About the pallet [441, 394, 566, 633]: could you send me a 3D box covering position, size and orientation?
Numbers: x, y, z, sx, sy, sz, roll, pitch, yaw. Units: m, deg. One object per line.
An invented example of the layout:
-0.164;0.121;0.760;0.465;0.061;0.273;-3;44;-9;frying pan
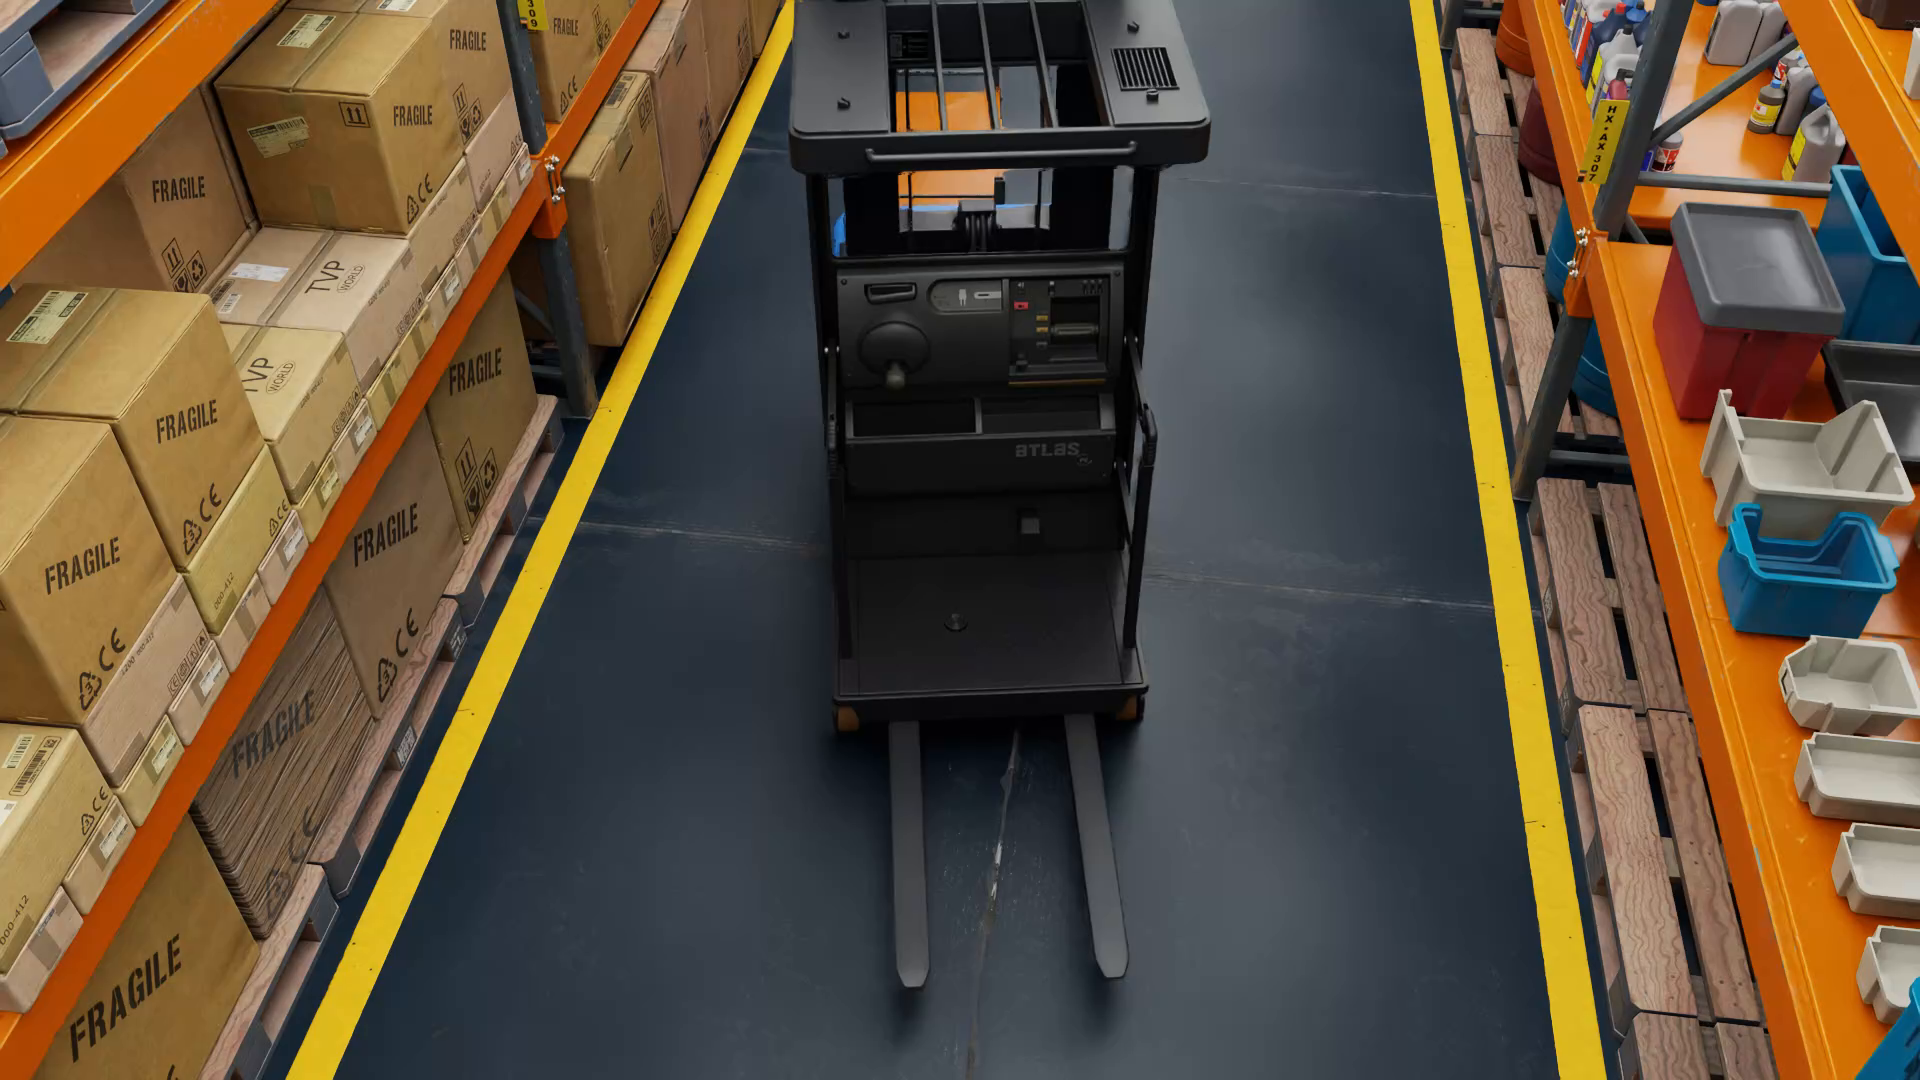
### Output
-2.284;-0.172;6.778;1.003;0.211;1.213;5;44;6;pallet

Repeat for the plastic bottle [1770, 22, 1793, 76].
3.393;-2.019;6.786;0.061;0.283;0.133;5;44;6;plastic bottle

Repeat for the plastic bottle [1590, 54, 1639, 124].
2.584;-1.747;6.504;0.152;0.276;0.135;5;44;6;plastic bottle

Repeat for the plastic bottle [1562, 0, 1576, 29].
2.699;-2.341;7.131;0.152;0.276;0.135;5;44;6;plastic bottle

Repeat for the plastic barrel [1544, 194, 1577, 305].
2.986;-1.488;7.360;0.600;0.901;0.708;5;44;6;plastic barrel

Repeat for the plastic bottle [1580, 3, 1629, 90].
2.625;-2.010;6.727;0.144;0.351;0.185;5;44;6;plastic bottle

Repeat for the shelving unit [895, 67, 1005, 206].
-0.072;-1.385;7.395;0.538;1.125;1.048;0;43;0;shelving unit

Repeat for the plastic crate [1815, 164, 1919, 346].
3.080;-0.912;5.500;0.392;0.384;0.575;5;44;6;plastic crate

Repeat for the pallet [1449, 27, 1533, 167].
3.270;-2.418;9.150;1.003;0.211;1.213;5;44;6;pallet

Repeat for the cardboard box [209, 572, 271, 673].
-2.127;0.209;4.530;0.380;0.149;0.250;4;44;5;cardboard box

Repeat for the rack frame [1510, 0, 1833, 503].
2.804;-1.245;5.884;1.000;3.000;0.127;5;44;6;rack frame

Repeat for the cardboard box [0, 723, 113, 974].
-2.303;0.674;3.749;0.500;0.250;0.500;4;44;4;cardboard box

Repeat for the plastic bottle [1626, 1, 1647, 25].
2.777;-2.091;6.870;0.097;0.271;0.097;0;43;0;plastic bottle

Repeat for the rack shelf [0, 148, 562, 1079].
-2.370;-0.071;5.167;1.077;0.370;4.000;5;44;6;rack shelf

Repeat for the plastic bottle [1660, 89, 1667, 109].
2.710;-1.722;6.531;0.097;0.201;0.097;0;43;0;plastic bottle

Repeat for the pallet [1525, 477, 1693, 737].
2.745;0.272;6.309;1.003;0.211;1.213;5;44;6;pallet

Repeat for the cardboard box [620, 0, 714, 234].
-1.924;-2.124;8.051;1.225;0.875;0.875;4;44;4;cardboard box

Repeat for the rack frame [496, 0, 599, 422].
-2.106;-1.696;6.359;1.000;3.000;0.127;5;44;6;rack frame

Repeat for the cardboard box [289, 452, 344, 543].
-2.058;-0.139;4.898;0.380;0.149;0.250;4;44;4;cardboard box

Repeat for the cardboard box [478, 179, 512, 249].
-1.855;-1.191;6.009;0.380;0.149;0.250;6;44;6;cardboard box

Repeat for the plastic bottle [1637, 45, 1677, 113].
2.744;-1.871;6.580;0.144;0.351;0.185;5;44;6;plastic bottle

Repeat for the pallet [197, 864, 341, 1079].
-2.606;1.491;5.022;1.003;0.211;1.213;5;44;6;pallet

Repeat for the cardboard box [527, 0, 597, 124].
-1.797;-2.023;6.632;0.500;0.500;0.500;5;44;6;cardboard box

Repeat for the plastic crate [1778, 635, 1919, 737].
2.289;0.391;4.304;0.298;0.136;0.250;5;44;6;plastic crate

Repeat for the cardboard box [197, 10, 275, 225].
-2.495;-1.383;5.377;0.500;0.500;0.500;5;44;6;cardboard box

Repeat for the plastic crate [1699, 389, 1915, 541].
2.419;-0.200;4.822;0.437;0.282;0.530;5;44;6;plastic crate

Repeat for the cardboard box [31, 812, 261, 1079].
-2.629;1.206;4.535;0.875;0.875;0.875;5;44;6;cardboard box

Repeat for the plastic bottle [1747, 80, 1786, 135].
3.165;-1.702;6.511;0.097;0.201;0.097;0;43;0;plastic bottle

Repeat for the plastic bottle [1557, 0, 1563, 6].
2.684;-2.505;7.299;0.061;0.283;0.133;5;44;6;plastic bottle

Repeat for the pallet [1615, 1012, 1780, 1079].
2.422;1.935;4.553;1.003;0.211;1.213;5;44;6;pallet

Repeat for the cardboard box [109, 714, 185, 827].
-2.194;0.560;4.159;0.380;0.149;0.250;4;44;5;cardboard box

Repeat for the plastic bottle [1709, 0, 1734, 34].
3.270;-2.242;7.081;0.097;0.201;0.097;0;43;0;plastic bottle

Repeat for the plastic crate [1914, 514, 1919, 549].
2.872;0.043;4.671;0.293;0.136;0.466;5;44;6;plastic crate

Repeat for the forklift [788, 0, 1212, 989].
0.083;-0.607;5.259;1.130;2.935;3.031;-2;43;-2;forklift

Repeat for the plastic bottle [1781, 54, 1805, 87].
3.346;-1.846;6.663;0.097;0.201;0.097;0;43;0;plastic bottle

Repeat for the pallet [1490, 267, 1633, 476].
2.947;-0.755;7.394;1.003;0.211;1.213;5;44;6;pallet

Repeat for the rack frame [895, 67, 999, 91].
-0.075;-1.735;7.764;0.500;1.125;0.032;0;43;0;rack frame

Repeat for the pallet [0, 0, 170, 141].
-2.388;-1.367;3.895;1.003;0.211;1.213;5;44;6;pallet

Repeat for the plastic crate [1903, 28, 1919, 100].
2.302;-0.944;3.575;0.437;0.136;0.530;5;44;6;plastic crate

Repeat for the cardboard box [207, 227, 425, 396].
-2.037;-0.724;5.225;0.500;0.250;0.500;6;44;6;cardboard box

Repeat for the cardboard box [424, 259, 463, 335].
-1.923;-0.841;5.639;0.380;0.149;0.250;6;44;6;cardboard box

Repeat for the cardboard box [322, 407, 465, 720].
-2.391;-0.021;5.830;0.875;0.875;0.875;5;44;6;cardboard box

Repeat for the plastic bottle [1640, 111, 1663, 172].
2.535;-1.498;6.241;0.152;0.276;0.135;5;44;6;plastic bottle

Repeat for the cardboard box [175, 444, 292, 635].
-2.171;-0.023;4.485;0.500;0.250;0.500;4;44;4;cardboard box

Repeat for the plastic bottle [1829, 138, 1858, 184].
3.275;-1.414;6.147;0.061;0.283;0.133;5;44;6;plastic bottle

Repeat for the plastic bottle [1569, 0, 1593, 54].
2.668;-2.183;6.964;0.152;0.276;0.135;5;44;6;plastic bottle

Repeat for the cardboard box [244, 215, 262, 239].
-2.498;-1.114;5.638;0.500;0.250;0.500;5;44;5;cardboard box

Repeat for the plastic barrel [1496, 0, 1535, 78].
3.285;-3.001;9.011;0.600;0.830;0.708;5;44;6;plastic barrel

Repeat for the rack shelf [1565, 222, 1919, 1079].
2.539;0.379;4.692;1.077;0.370;4.000;5;44;6;rack shelf

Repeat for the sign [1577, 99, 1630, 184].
2.259;-1.397;5.843;0.100;0.325;0.005;5;44;6;sign

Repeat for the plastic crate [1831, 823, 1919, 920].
2.256;0.786;3.886;0.396;0.136;0.243;5;44;6;plastic crate

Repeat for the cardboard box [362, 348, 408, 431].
-1.991;-0.491;5.270;0.380;0.149;0.250;5;44;5;cardboard box

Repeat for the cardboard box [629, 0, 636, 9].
-1.665;-2.706;7.354;0.500;0.500;0.500;4;44;5;cardboard box

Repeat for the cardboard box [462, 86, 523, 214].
-1.904;-1.424;5.965;0.500;0.250;0.500;4;44;5;cardboard box

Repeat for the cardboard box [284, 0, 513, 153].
-1.901;-1.684;5.694;0.500;0.500;0.500;6;44;7;cardboard box

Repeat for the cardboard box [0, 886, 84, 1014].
-2.260;0.910;3.790;0.380;0.149;0.250;6;44;6;cardboard box

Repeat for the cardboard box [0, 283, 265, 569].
-2.175;-0.292;4.224;0.500;0.500;0.500;4;44;4;cardboard box

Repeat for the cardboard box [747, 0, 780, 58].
-1.689;-3.334;9.330;1.225;0.875;0.875;3;44;4;cardboard box

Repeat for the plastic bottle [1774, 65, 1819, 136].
3.291;-1.731;6.486;0.152;0.276;0.135;5;44;6;plastic bottle
